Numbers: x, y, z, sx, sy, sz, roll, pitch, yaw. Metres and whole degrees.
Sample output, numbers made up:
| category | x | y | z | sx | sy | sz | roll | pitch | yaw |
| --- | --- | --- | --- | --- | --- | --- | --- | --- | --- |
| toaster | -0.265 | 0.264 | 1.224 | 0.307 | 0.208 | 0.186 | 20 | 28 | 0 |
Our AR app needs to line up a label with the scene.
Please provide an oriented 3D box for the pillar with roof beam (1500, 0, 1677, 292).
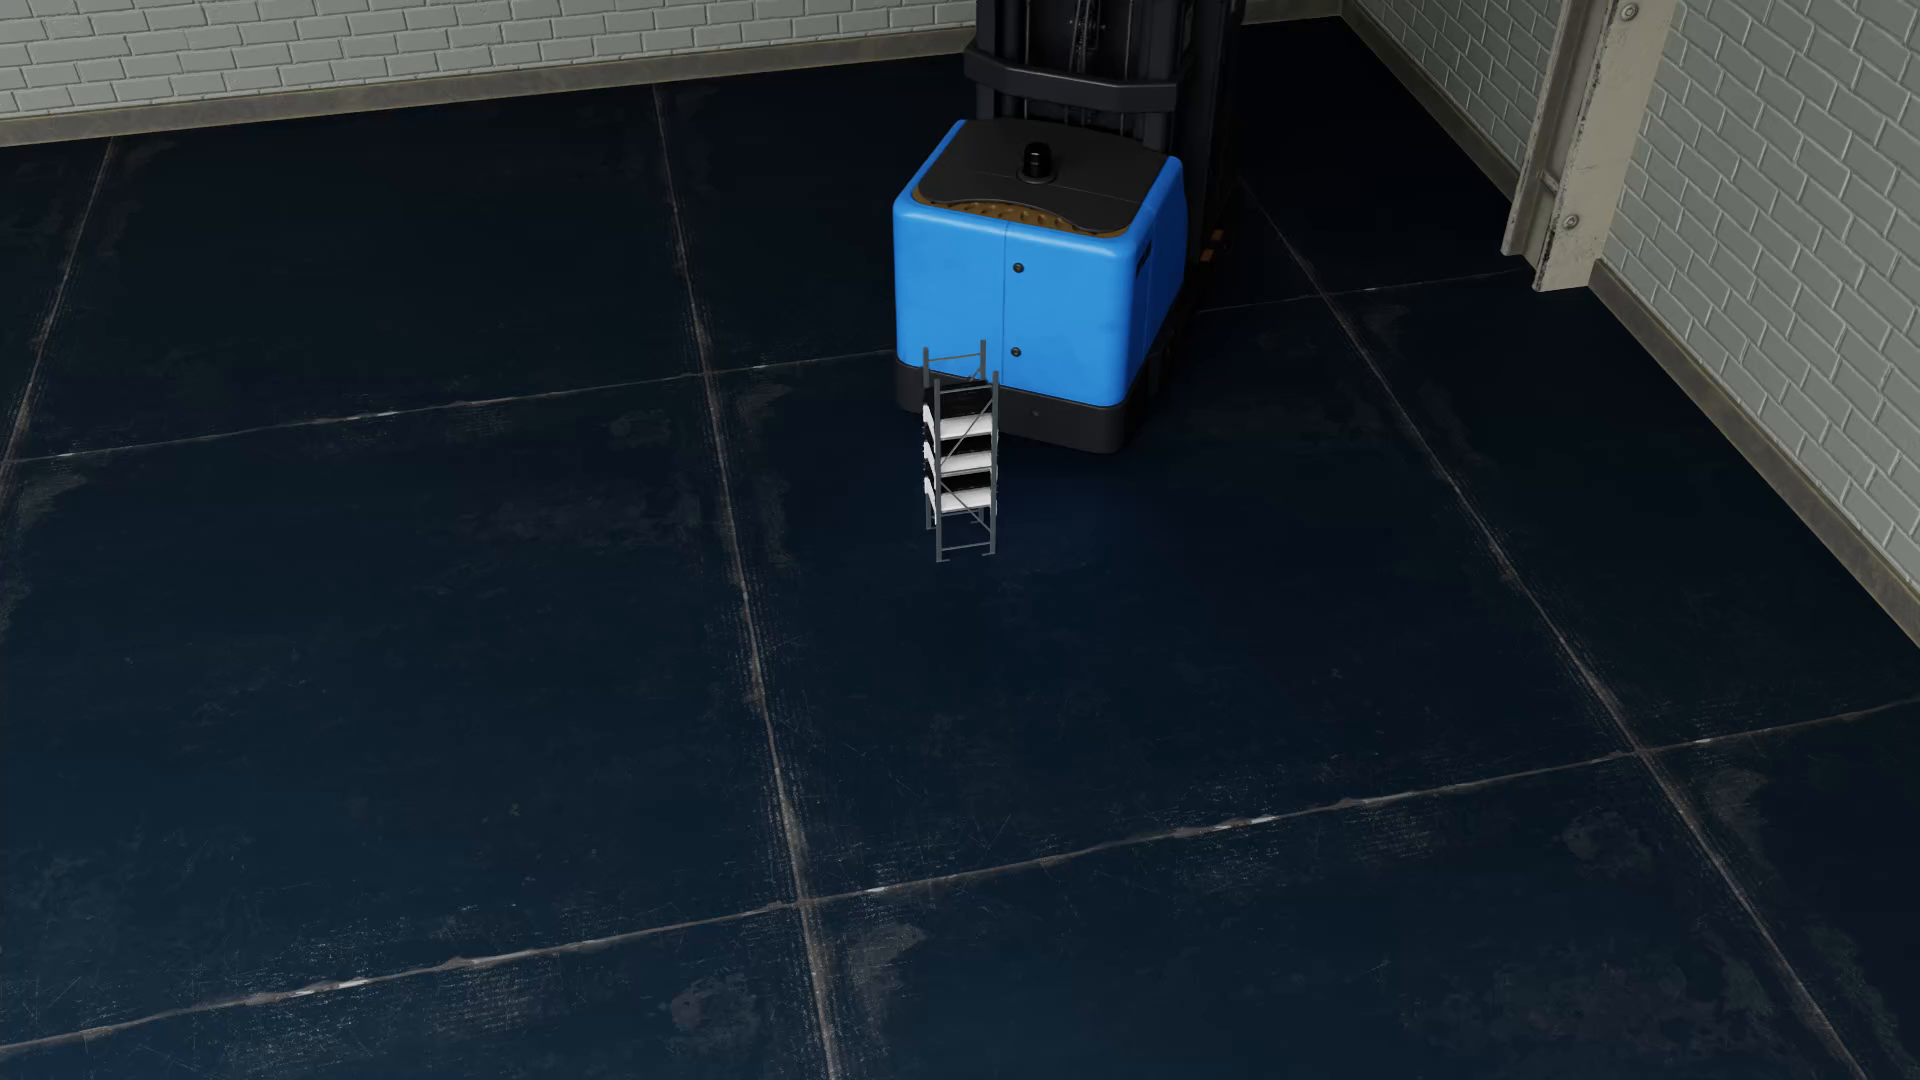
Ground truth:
| category | x | y | z | sx | sy | sz | roll | pitch | yaw |
| --- | --- | --- | --- | --- | --- | --- | --- | --- | --- |
| pillar with roof beam | -1.284 | -4.108 | 4.600 | 9.100 | 9.000 | 0.400 | -8 | 42 | -9 |

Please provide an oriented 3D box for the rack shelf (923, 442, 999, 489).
| category | x | y | z | sx | sy | sz | roll | pitch | yaw |
| --- | --- | --- | --- | --- | --- | --- | --- | --- | --- |
| rack shelf | 0.002 | -0.306 | 6.467 | 0.258 | 0.077 | 0.200 | -8 | 42 | -9 |

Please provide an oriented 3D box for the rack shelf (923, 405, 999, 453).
| category | x | y | z | sx | sy | sz | roll | pitch | yaw |
| --- | --- | --- | --- | --- | --- | --- | --- | --- | --- |
| rack shelf | 0.002 | -0.441 | 6.348 | 0.258 | 0.077 | 0.200 | -8 | 42 | -9 |

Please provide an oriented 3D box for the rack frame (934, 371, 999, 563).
| category | x | y | z | sx | sy | sz | roll | pitch | yaw |
| --- | --- | --- | --- | --- | --- | --- | --- | --- | --- |
| rack frame | 0.024 | -0.265 | 6.371 | 0.240 | 0.900 | 0.006 | -8 | 42 | -9 |

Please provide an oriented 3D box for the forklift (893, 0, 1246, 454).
| category | x | y | z | sx | sy | sz | roll | pitch | yaw |
| --- | --- | --- | --- | --- | --- | --- | --- | --- | --- |
| forklift | 0.701 | -2.449 | 7.302 | 1.130 | 2.935 | 3.031 | 14 | 43 | 15 |

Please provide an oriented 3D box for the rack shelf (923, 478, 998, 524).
| category | x | y | z | sx | sy | sz | roll | pitch | yaw |
| --- | --- | --- | --- | --- | --- | --- | --- | --- | --- |
| rack shelf | 0.002 | -0.172 | 6.587 | 0.258 | 0.077 | 0.200 | -8 | 42 | -9 |

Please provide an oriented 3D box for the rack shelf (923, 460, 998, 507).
| category | x | y | z | sx | sy | sz | roll | pitch | yaw |
| --- | --- | --- | --- | --- | --- | --- | --- | --- | --- |
| rack shelf | 0.002 | -0.239 | 6.527 | 0.258 | 0.077 | 0.200 | -8 | 42 | -9 |

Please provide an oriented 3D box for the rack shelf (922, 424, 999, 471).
| category | x | y | z | sx | sy | sz | roll | pitch | yaw |
| --- | --- | --- | --- | --- | --- | --- | --- | --- | --- |
| rack shelf | 0.002 | -0.374 | 6.408 | 0.258 | 0.077 | 0.200 | -8 | 42 | -9 |

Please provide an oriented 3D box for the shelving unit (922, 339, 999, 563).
| category | x | y | z | sx | sy | sz | roll | pitch | yaw |
| --- | --- | --- | --- | --- | --- | --- | --- | --- | --- |
| shelving unit | 0.002 | -0.331 | 6.445 | 0.258 | 0.900 | 0.210 | -8 | 42 | -9 |

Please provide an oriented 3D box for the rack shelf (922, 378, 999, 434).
| category | x | y | z | sx | sy | sz | roll | pitch | yaw |
| --- | --- | --- | --- | --- | --- | --- | --- | --- | --- |
| rack shelf | 0.002 | -0.508 | 6.288 | 0.258 | 0.077 | 0.200 | -8 | 42 | -9 |

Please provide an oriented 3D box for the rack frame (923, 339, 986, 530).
| category | x | y | z | sx | sy | sz | roll | pitch | yaw |
| --- | --- | --- | --- | --- | --- | --- | --- | --- | --- |
| rack frame | -0.020 | -0.397 | 6.520 | 0.240 | 0.900 | 0.006 | -8 | 42 | -9 |
